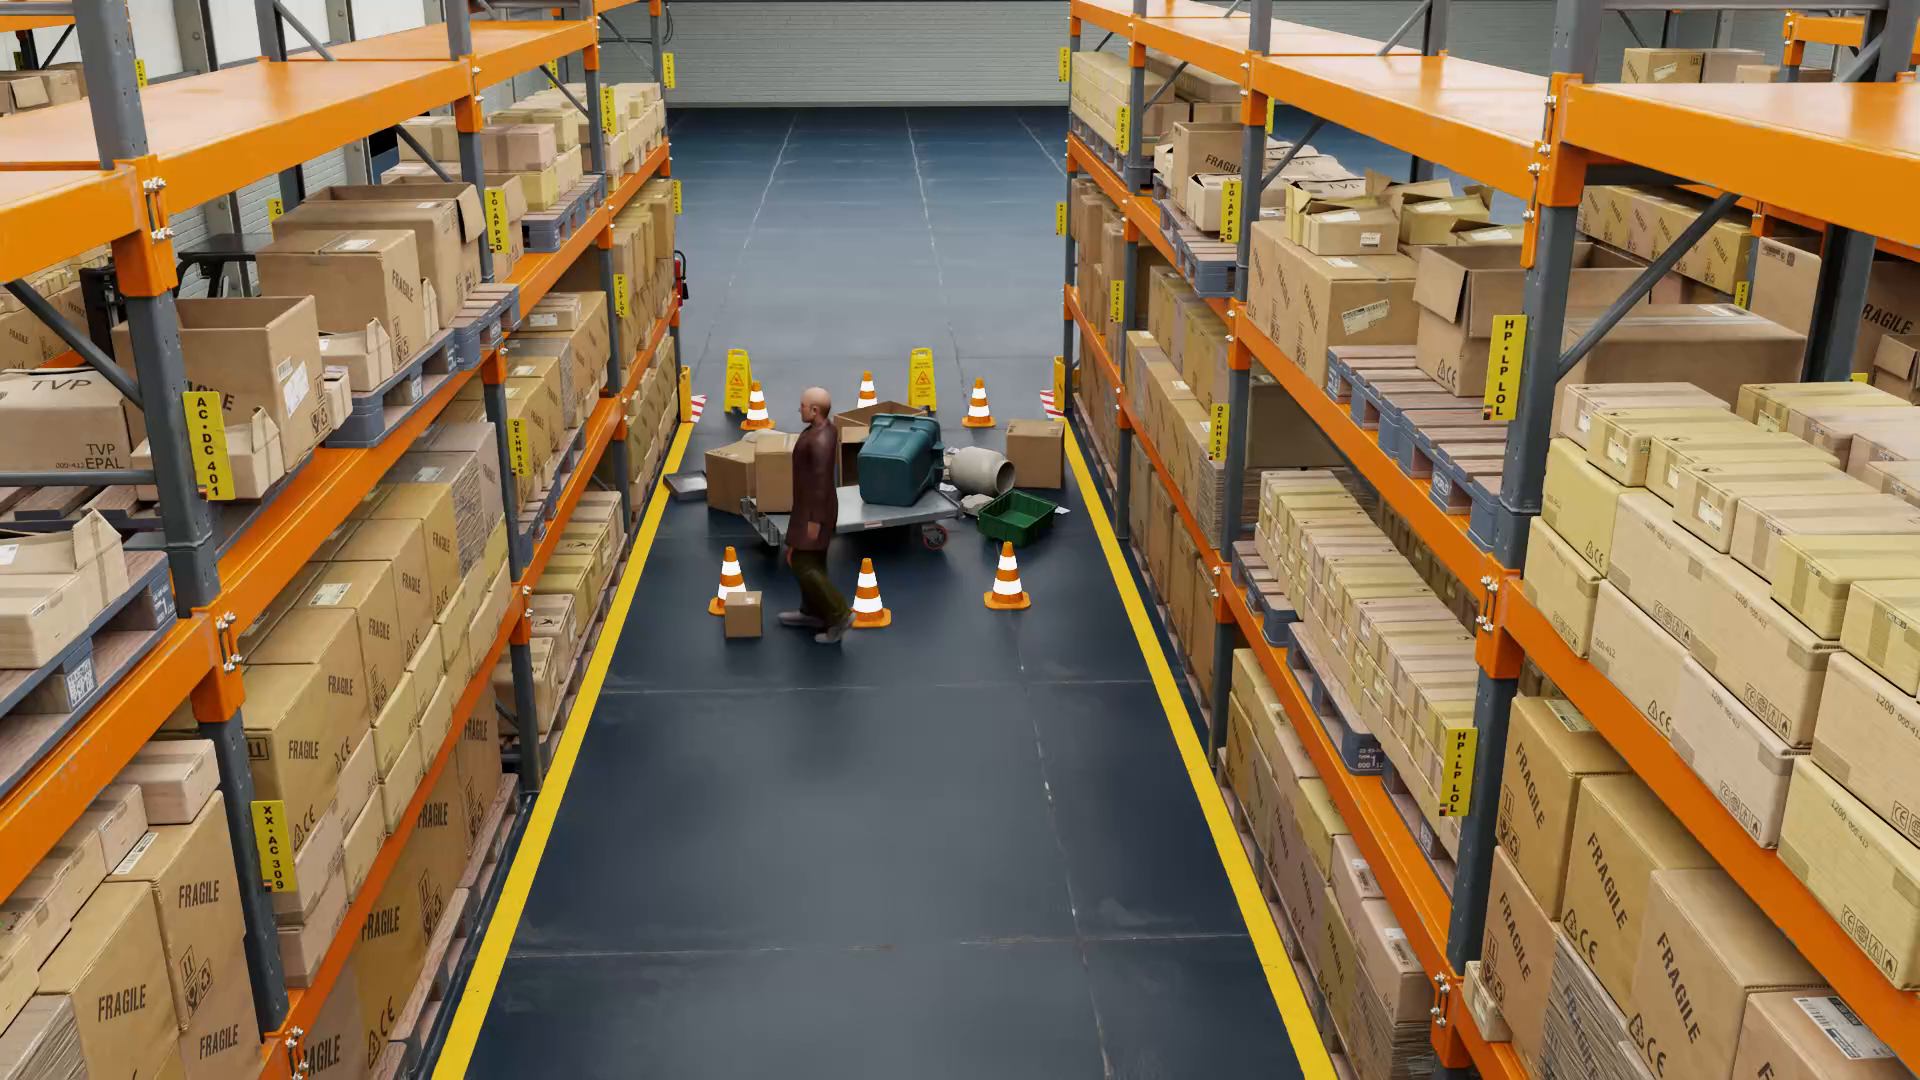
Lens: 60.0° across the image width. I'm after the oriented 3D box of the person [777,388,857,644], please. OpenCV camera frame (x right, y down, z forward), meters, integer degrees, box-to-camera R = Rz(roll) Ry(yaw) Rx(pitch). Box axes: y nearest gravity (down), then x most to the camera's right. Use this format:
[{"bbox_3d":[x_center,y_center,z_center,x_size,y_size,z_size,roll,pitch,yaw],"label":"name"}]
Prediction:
[{"bbox_3d":[-1.014,-0.190,11.648,0.612,1.816,0.625,1,20,3],"label":"person"}]
